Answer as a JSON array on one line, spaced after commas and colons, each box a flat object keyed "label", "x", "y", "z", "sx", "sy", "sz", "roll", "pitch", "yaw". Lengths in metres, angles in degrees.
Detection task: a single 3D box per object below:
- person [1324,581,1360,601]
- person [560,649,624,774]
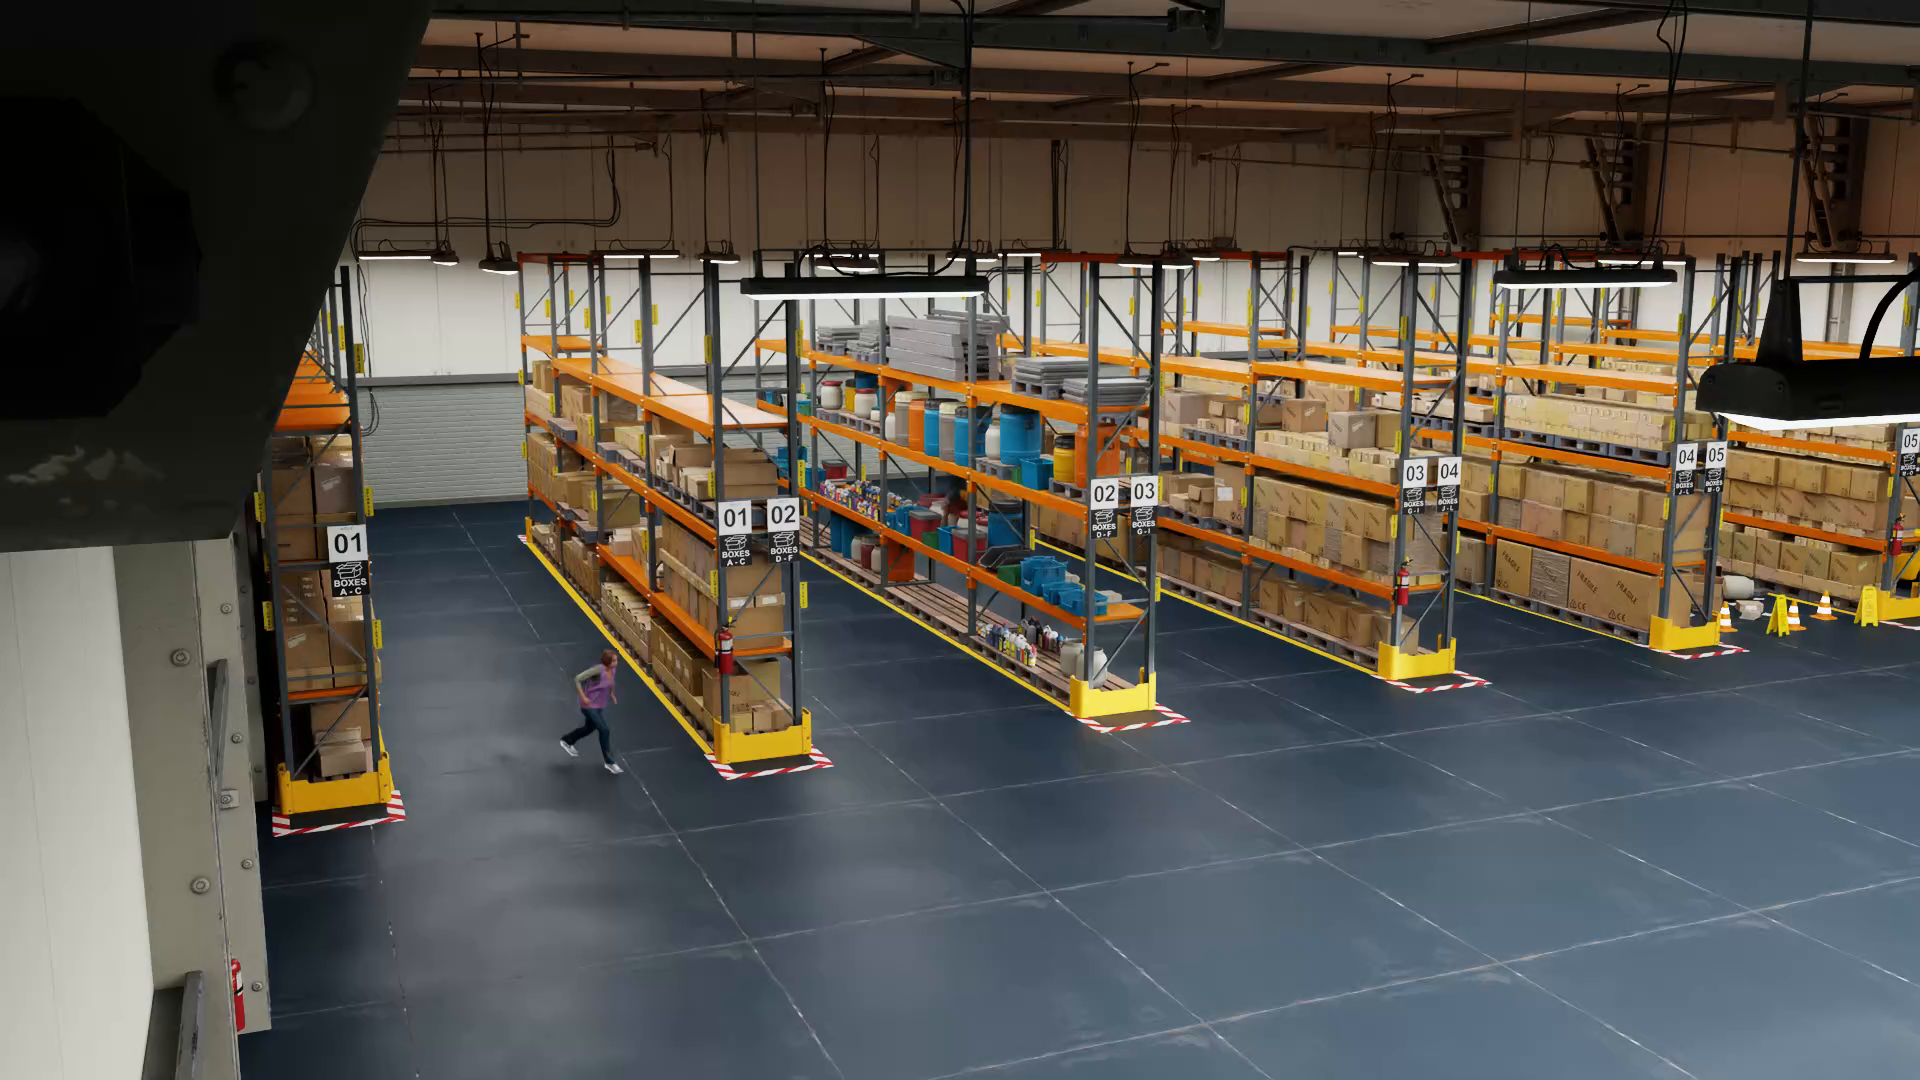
[{"label": "person", "x": 6.729, "y": 0.370, "z": 28.794, "sx": 0.584, "sy": 1.500, "sz": 1.008, "roll": -5, "pitch": 12, "yaw": -26}, {"label": "person", "x": -4.447, "y": 2.036, "z": 19.875, "sx": 0.916, "sy": 1.518, "sz": 0.576, "roll": 6, "pitch": 12, "yaw": 30}]
